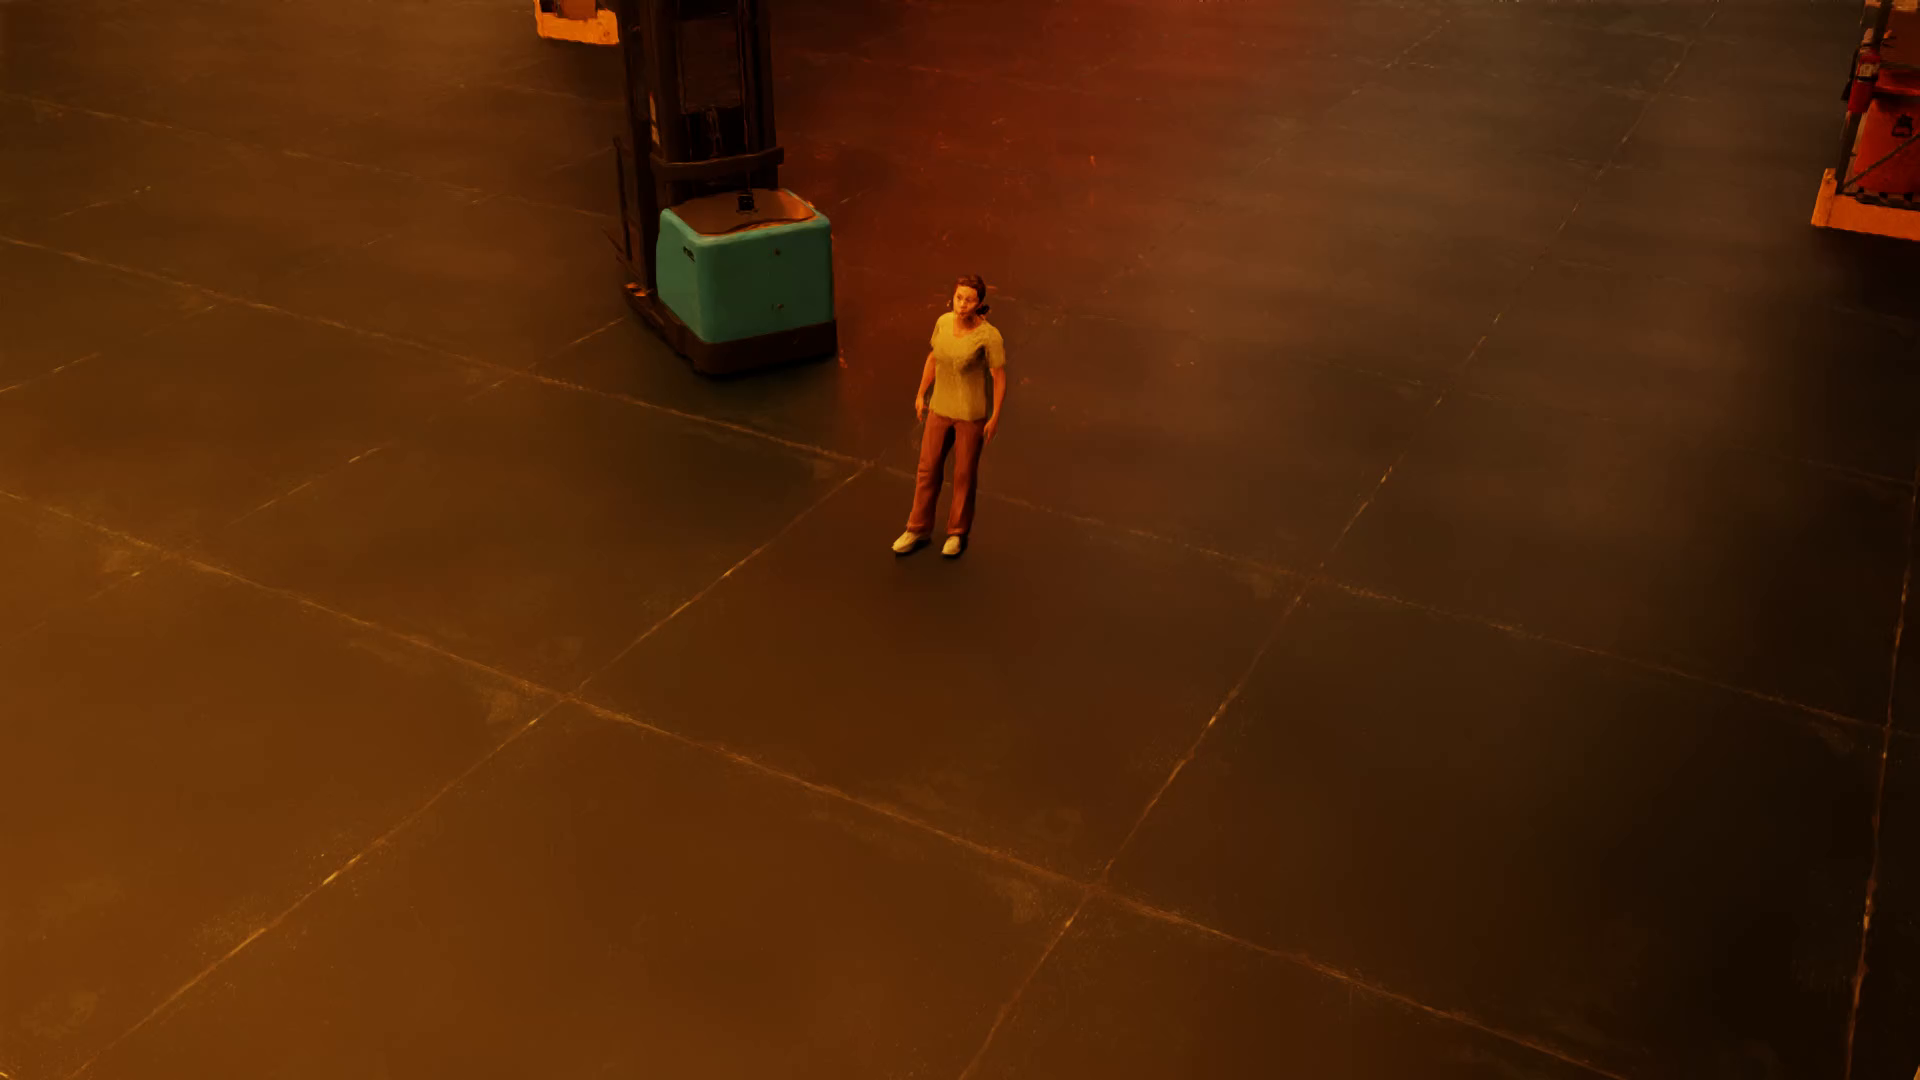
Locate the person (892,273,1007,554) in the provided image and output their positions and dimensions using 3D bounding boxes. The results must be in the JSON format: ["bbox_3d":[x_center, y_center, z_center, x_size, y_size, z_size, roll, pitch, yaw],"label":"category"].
[{"bbox_3d":[-0.052,-0.591,9.583,0.552,1.427,0.526,15,33,25],"label":"person"}]

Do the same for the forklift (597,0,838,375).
[{"bbox_3d":[-2.046,-3.163,12.550,1.130,2.935,3.031,-15,33,-24],"label":"forklift"}]
